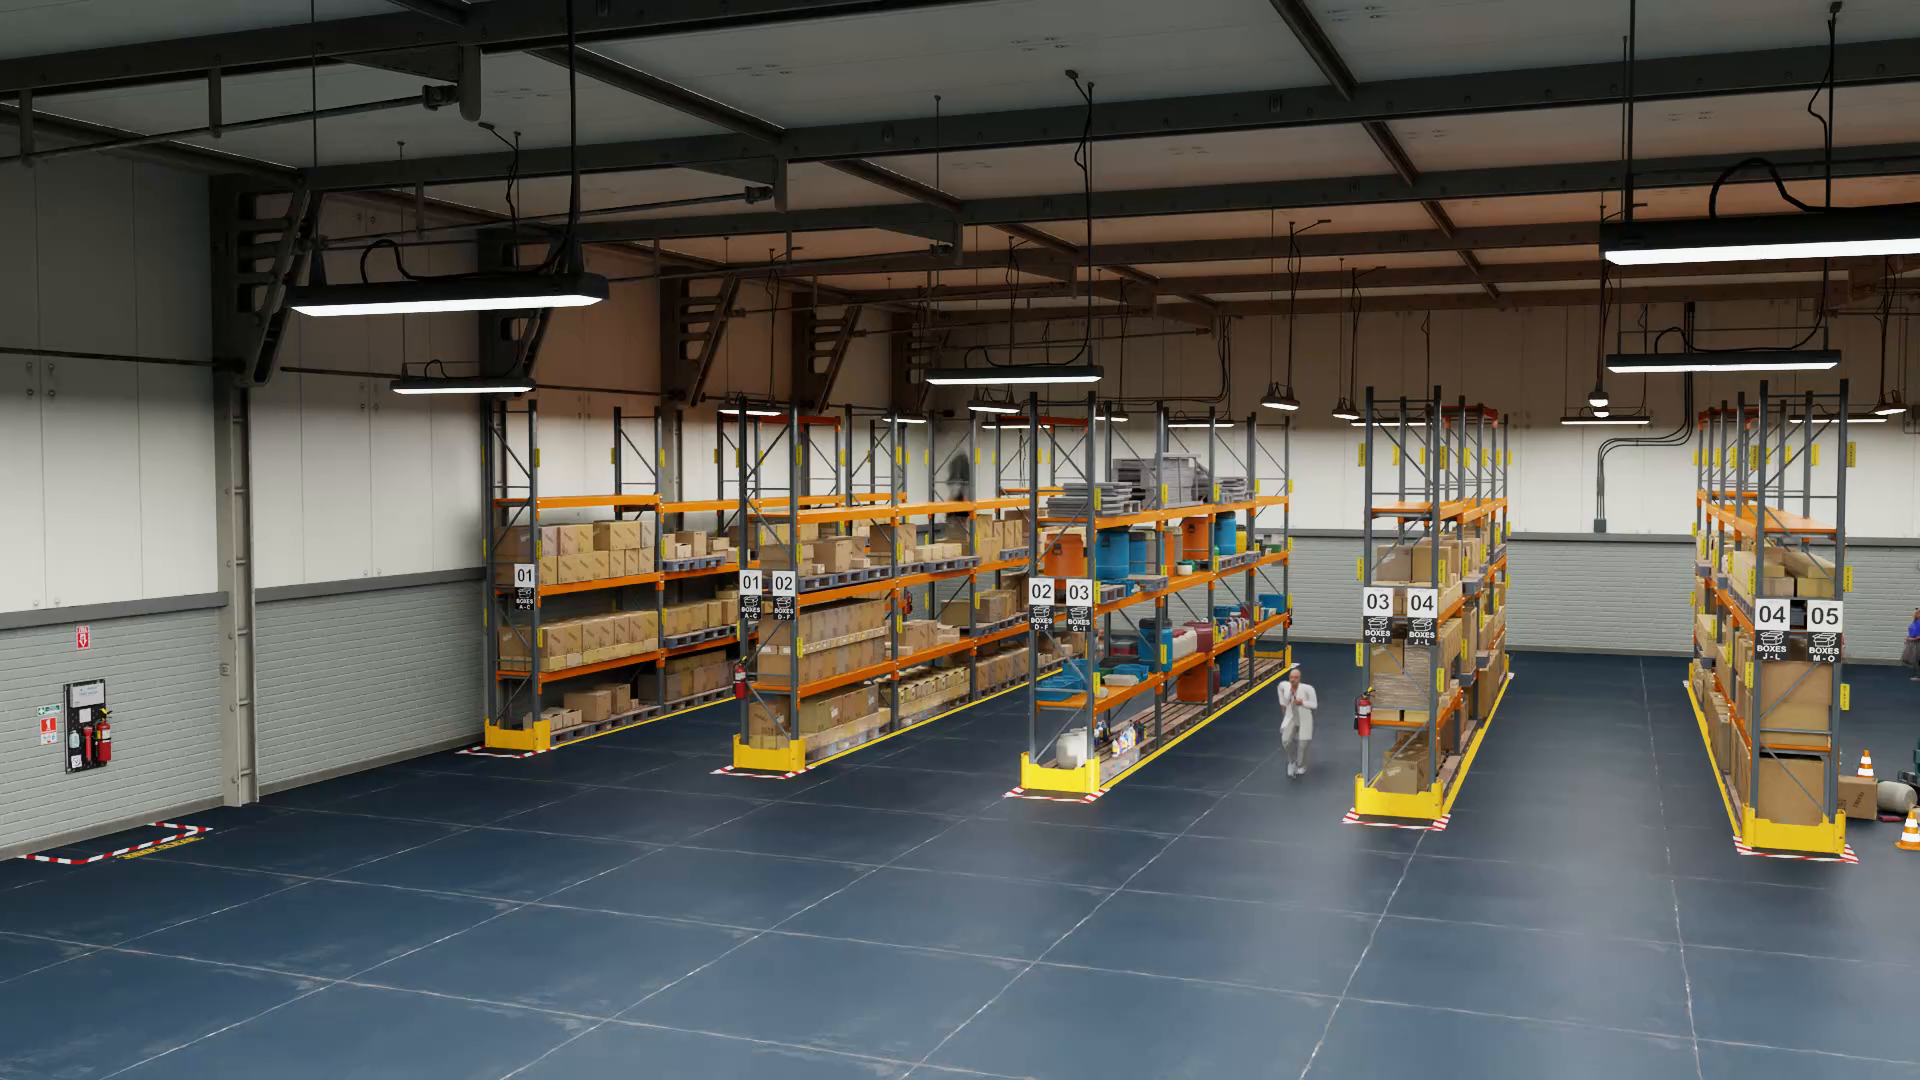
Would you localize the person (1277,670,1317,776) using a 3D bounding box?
[{"bbox_3d":[5.240,2.850,25.904,0.690,1.706,0.948,1,3,24],"label":"person"}]

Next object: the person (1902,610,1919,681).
[{"bbox_3d":[21.416,2.358,37.277,0.555,1.606,0.569,0,3,-1],"label":"person"}]

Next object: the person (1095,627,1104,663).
[{"bbox_3d":[2.910,2.548,34.272,0.524,1.525,0.735,1,3,12],"label":"person"}]
